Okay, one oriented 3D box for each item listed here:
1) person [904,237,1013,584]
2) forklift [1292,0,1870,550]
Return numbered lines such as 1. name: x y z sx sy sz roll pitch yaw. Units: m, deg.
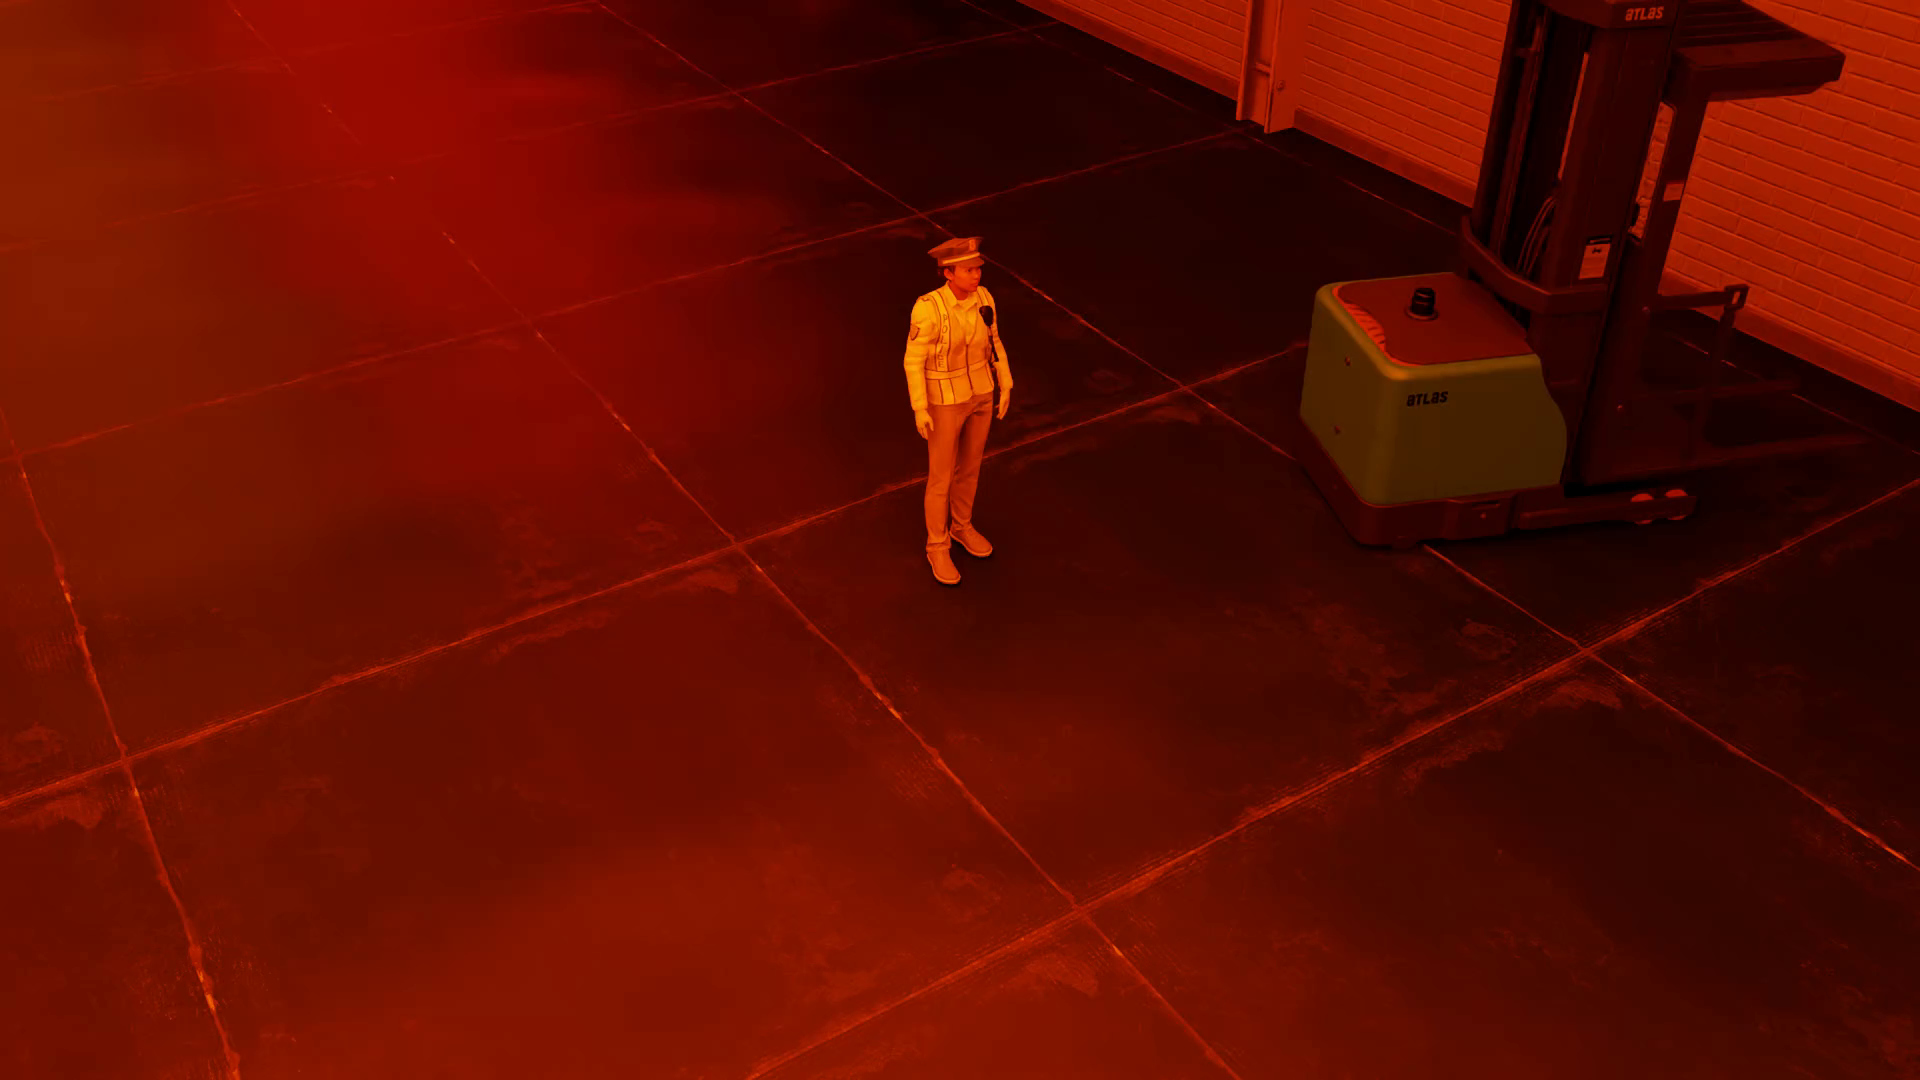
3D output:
1. person: 0.031 -0.665 8.157 0.587 1.696 0.534 -21 40 -27
2. forklift: 3.425 -1.572 8.384 3.031 2.935 1.130 -7 36 -10
